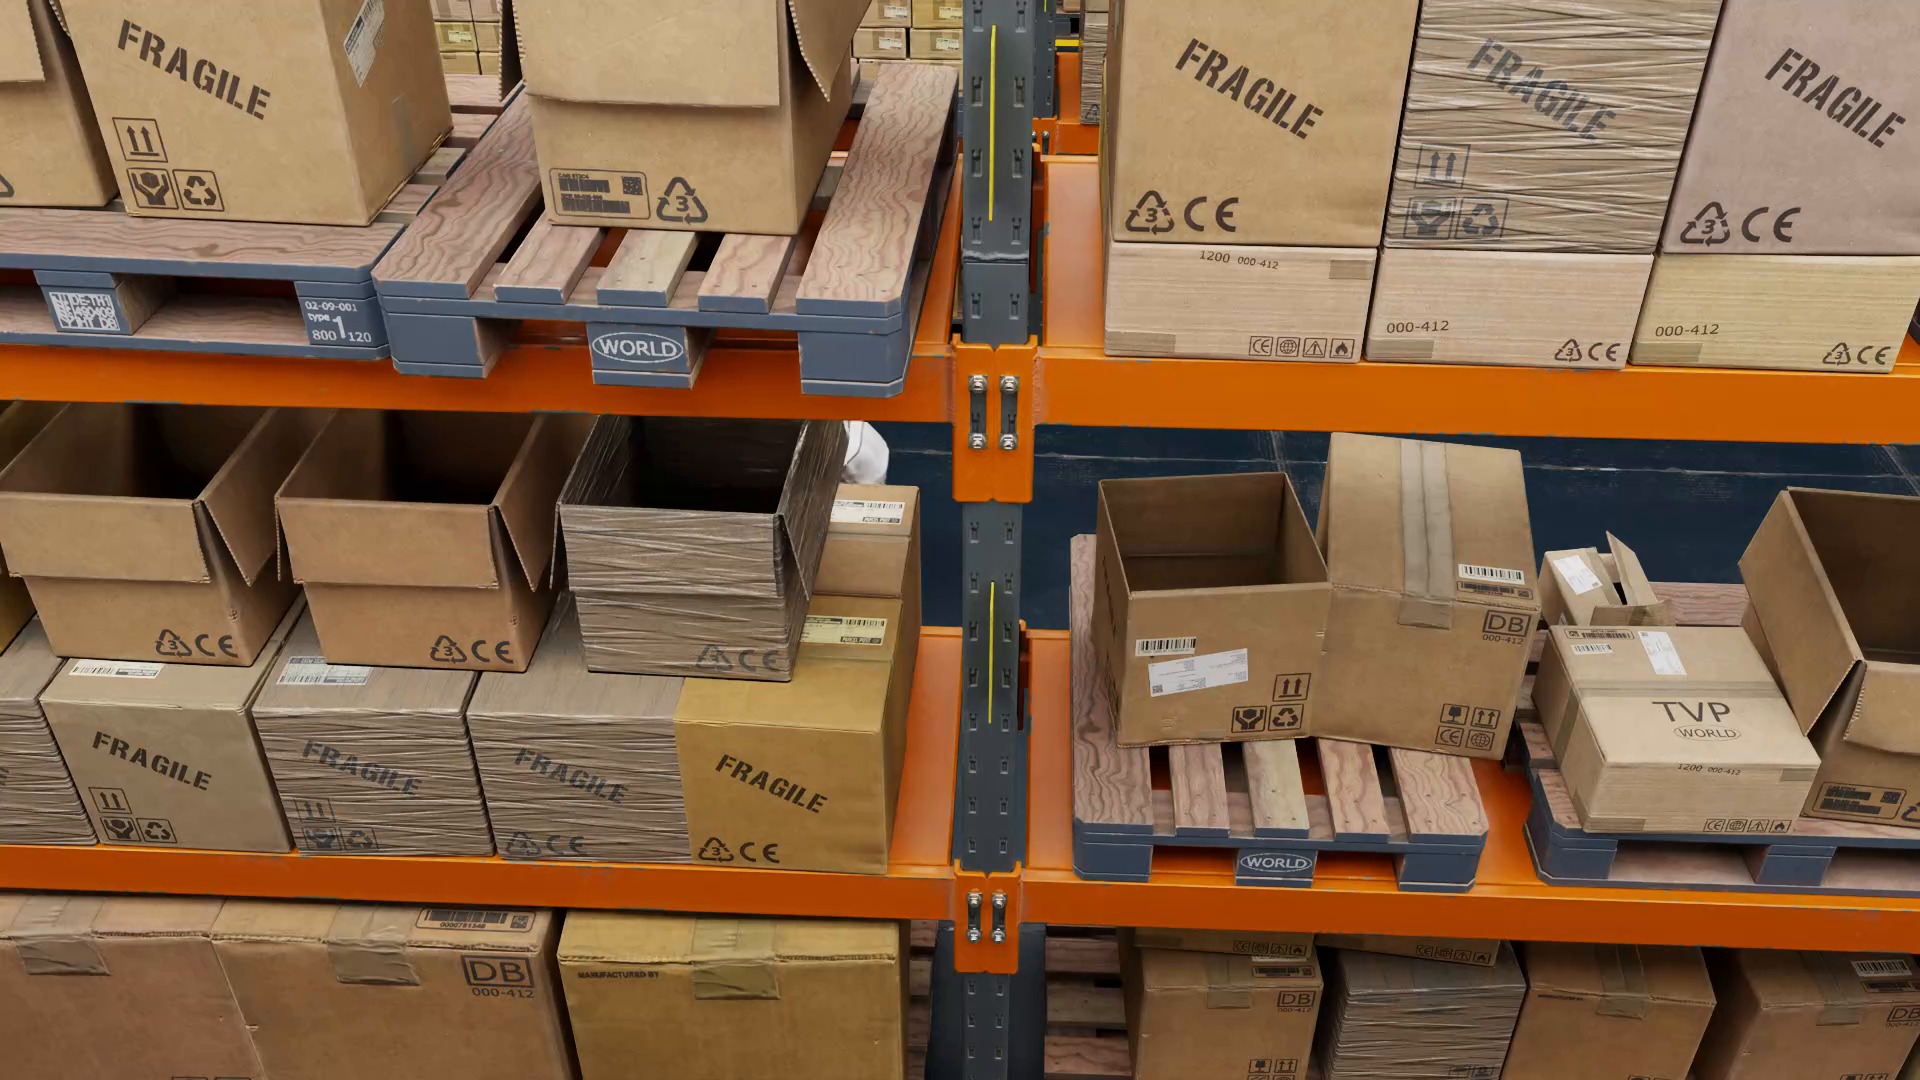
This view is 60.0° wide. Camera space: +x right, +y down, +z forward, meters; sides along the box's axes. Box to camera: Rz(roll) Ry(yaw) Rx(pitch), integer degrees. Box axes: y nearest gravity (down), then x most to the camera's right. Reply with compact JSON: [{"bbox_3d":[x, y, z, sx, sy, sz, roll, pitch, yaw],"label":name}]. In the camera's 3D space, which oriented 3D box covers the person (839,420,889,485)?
[{"bbox_3d":[-0.735,-0.298,7.155,0.857,0.979,0.459,1,36,1],"label":"person"}]
